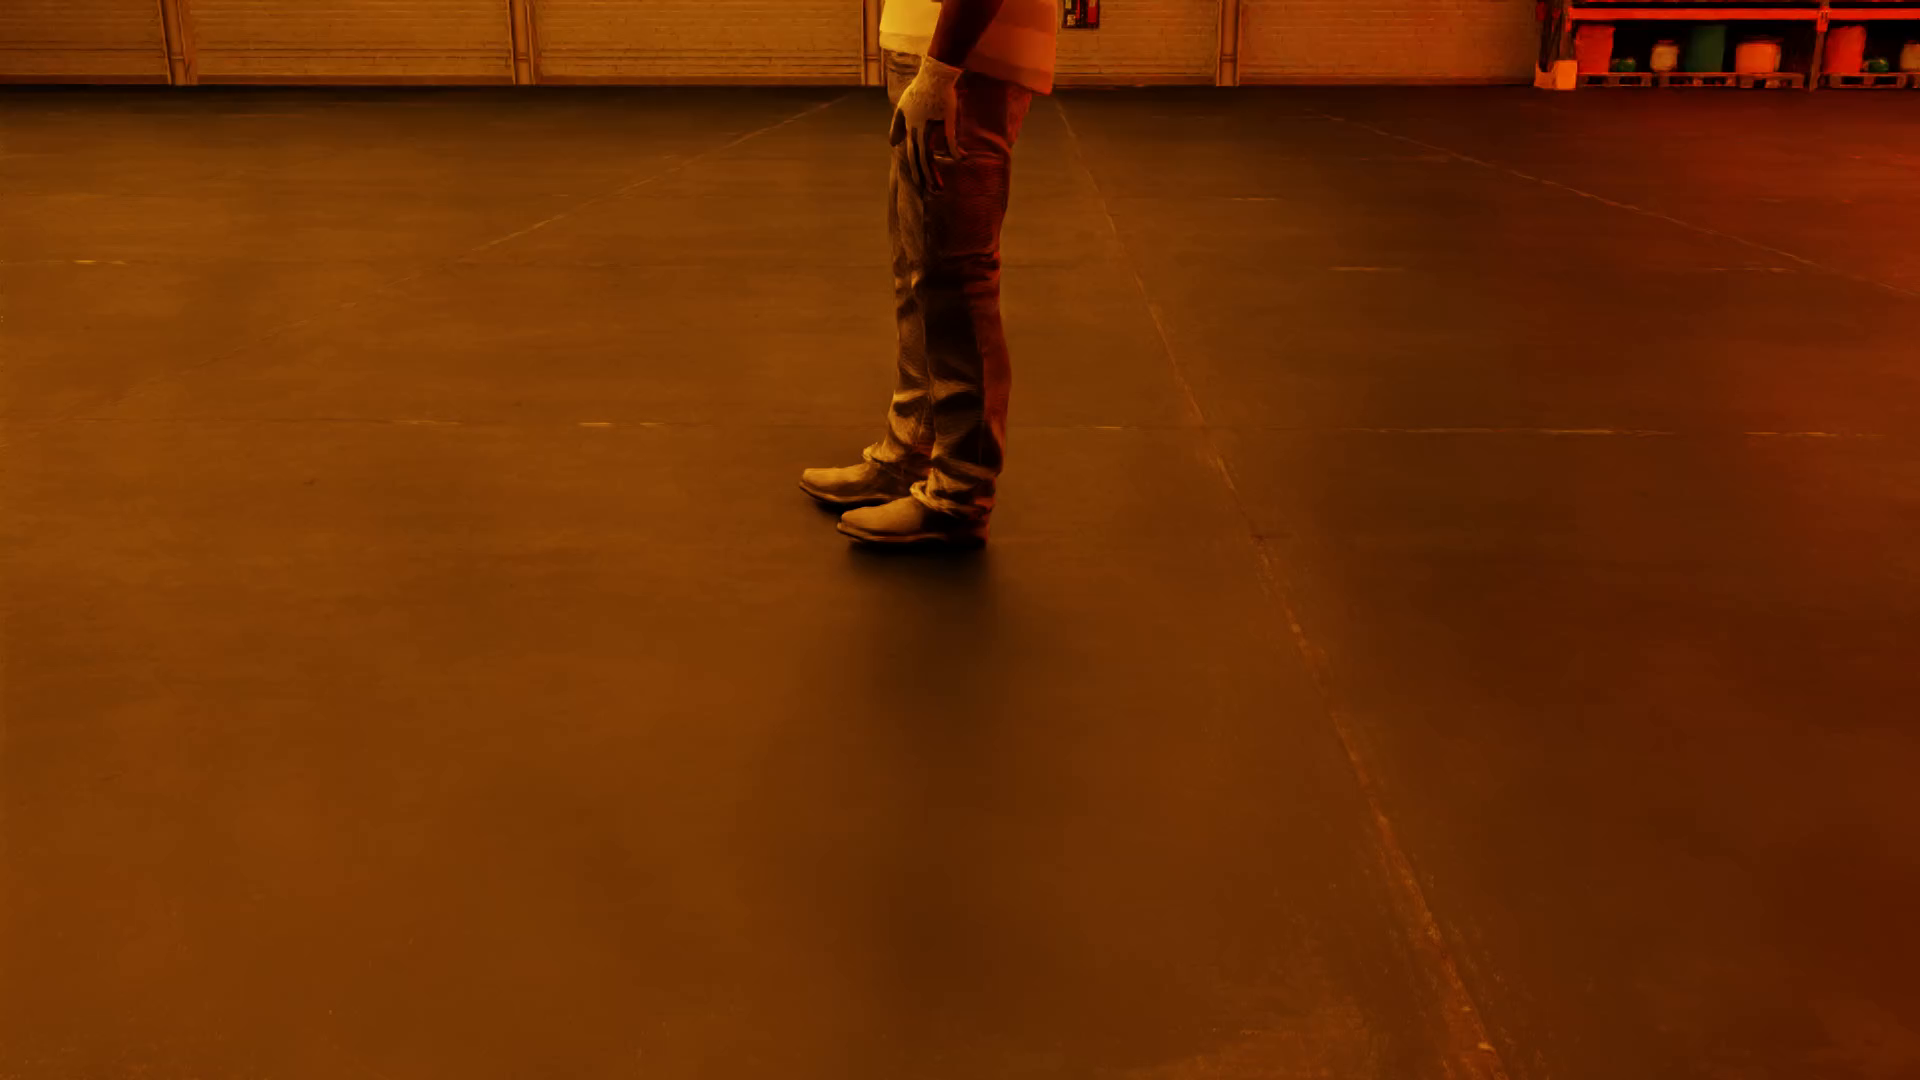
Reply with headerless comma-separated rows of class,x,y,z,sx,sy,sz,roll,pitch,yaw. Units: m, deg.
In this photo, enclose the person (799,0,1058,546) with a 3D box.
person,-0.072,-0.861,3.115,0.576,1.782,0.655,1,17,2
